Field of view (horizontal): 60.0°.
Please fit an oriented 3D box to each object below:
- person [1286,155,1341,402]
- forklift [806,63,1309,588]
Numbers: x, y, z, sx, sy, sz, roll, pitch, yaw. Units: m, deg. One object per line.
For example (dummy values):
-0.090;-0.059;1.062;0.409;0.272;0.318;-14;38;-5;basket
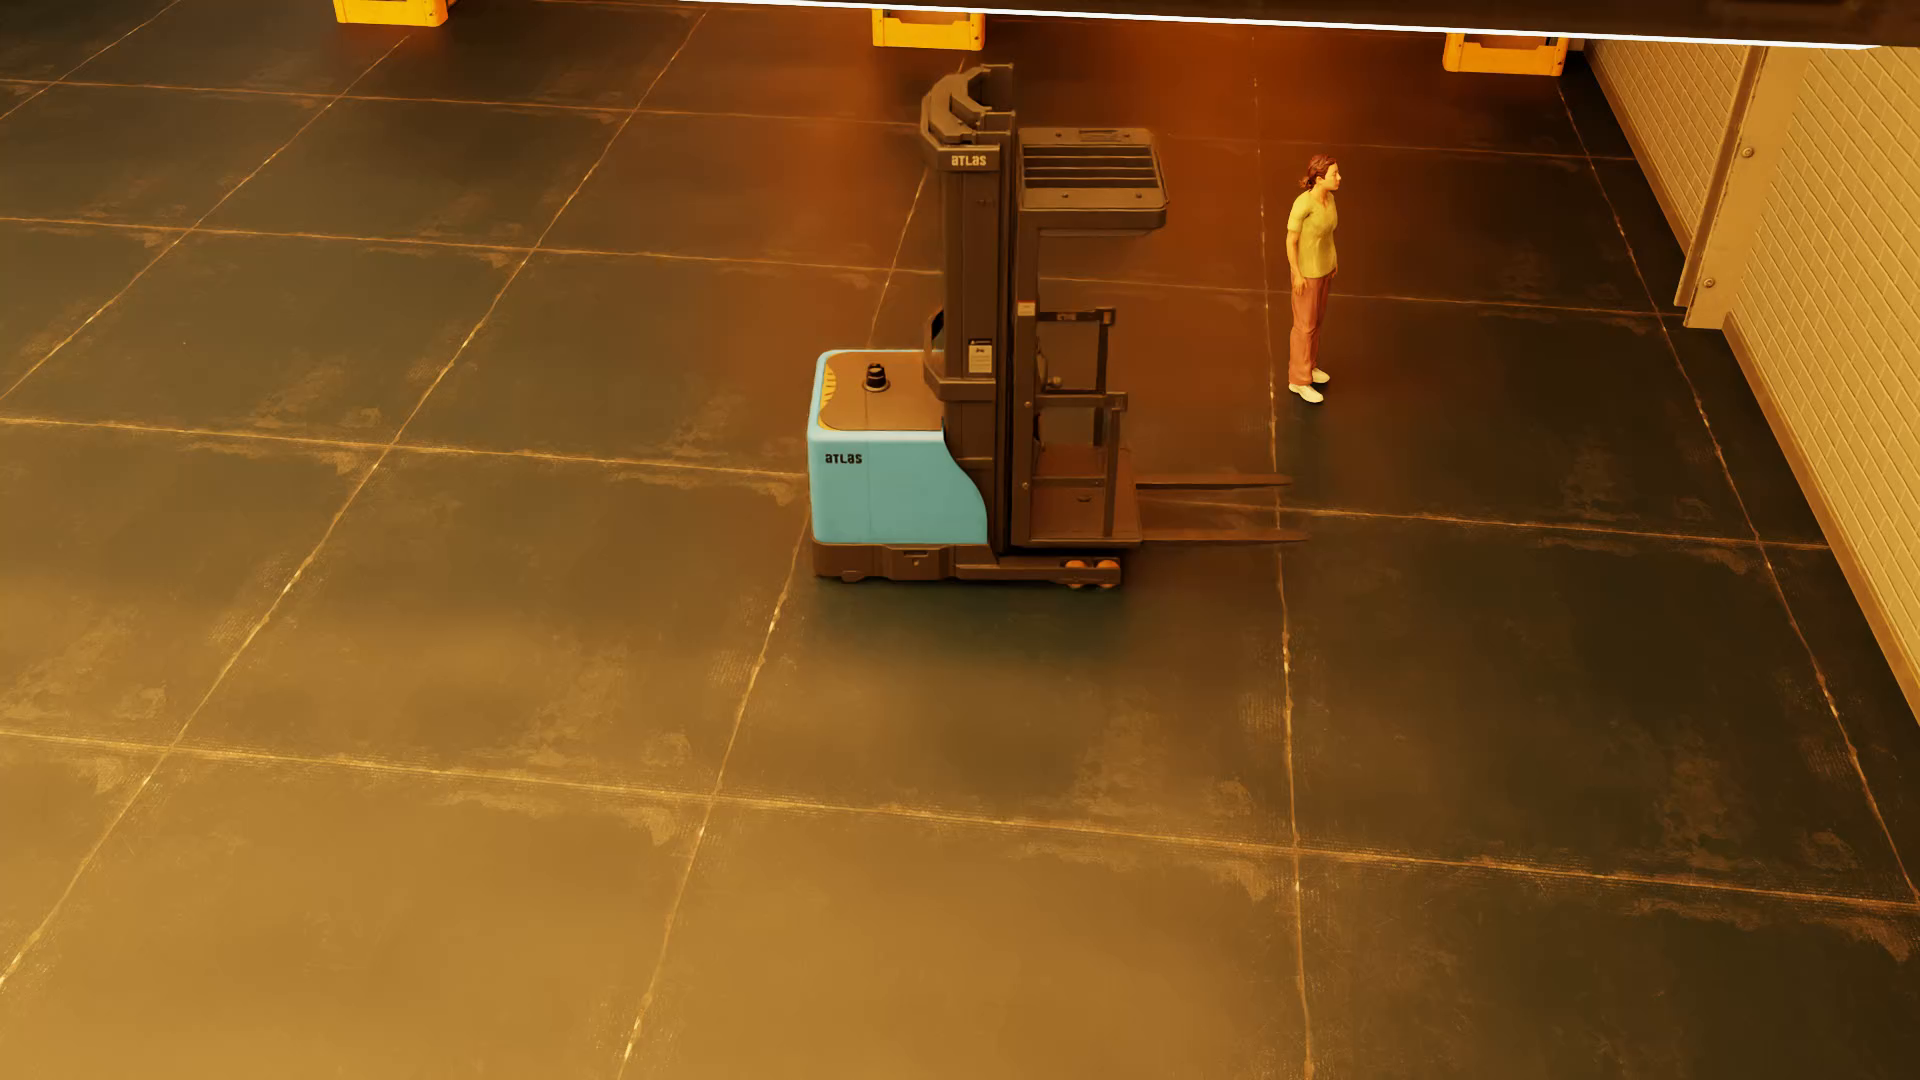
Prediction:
2.516;-1.847;11.581;0.549;1.673;0.552;27;44;32;person
0.617;-1.209;9.669;3.031;2.935;1.130;0;36;0;forklift
